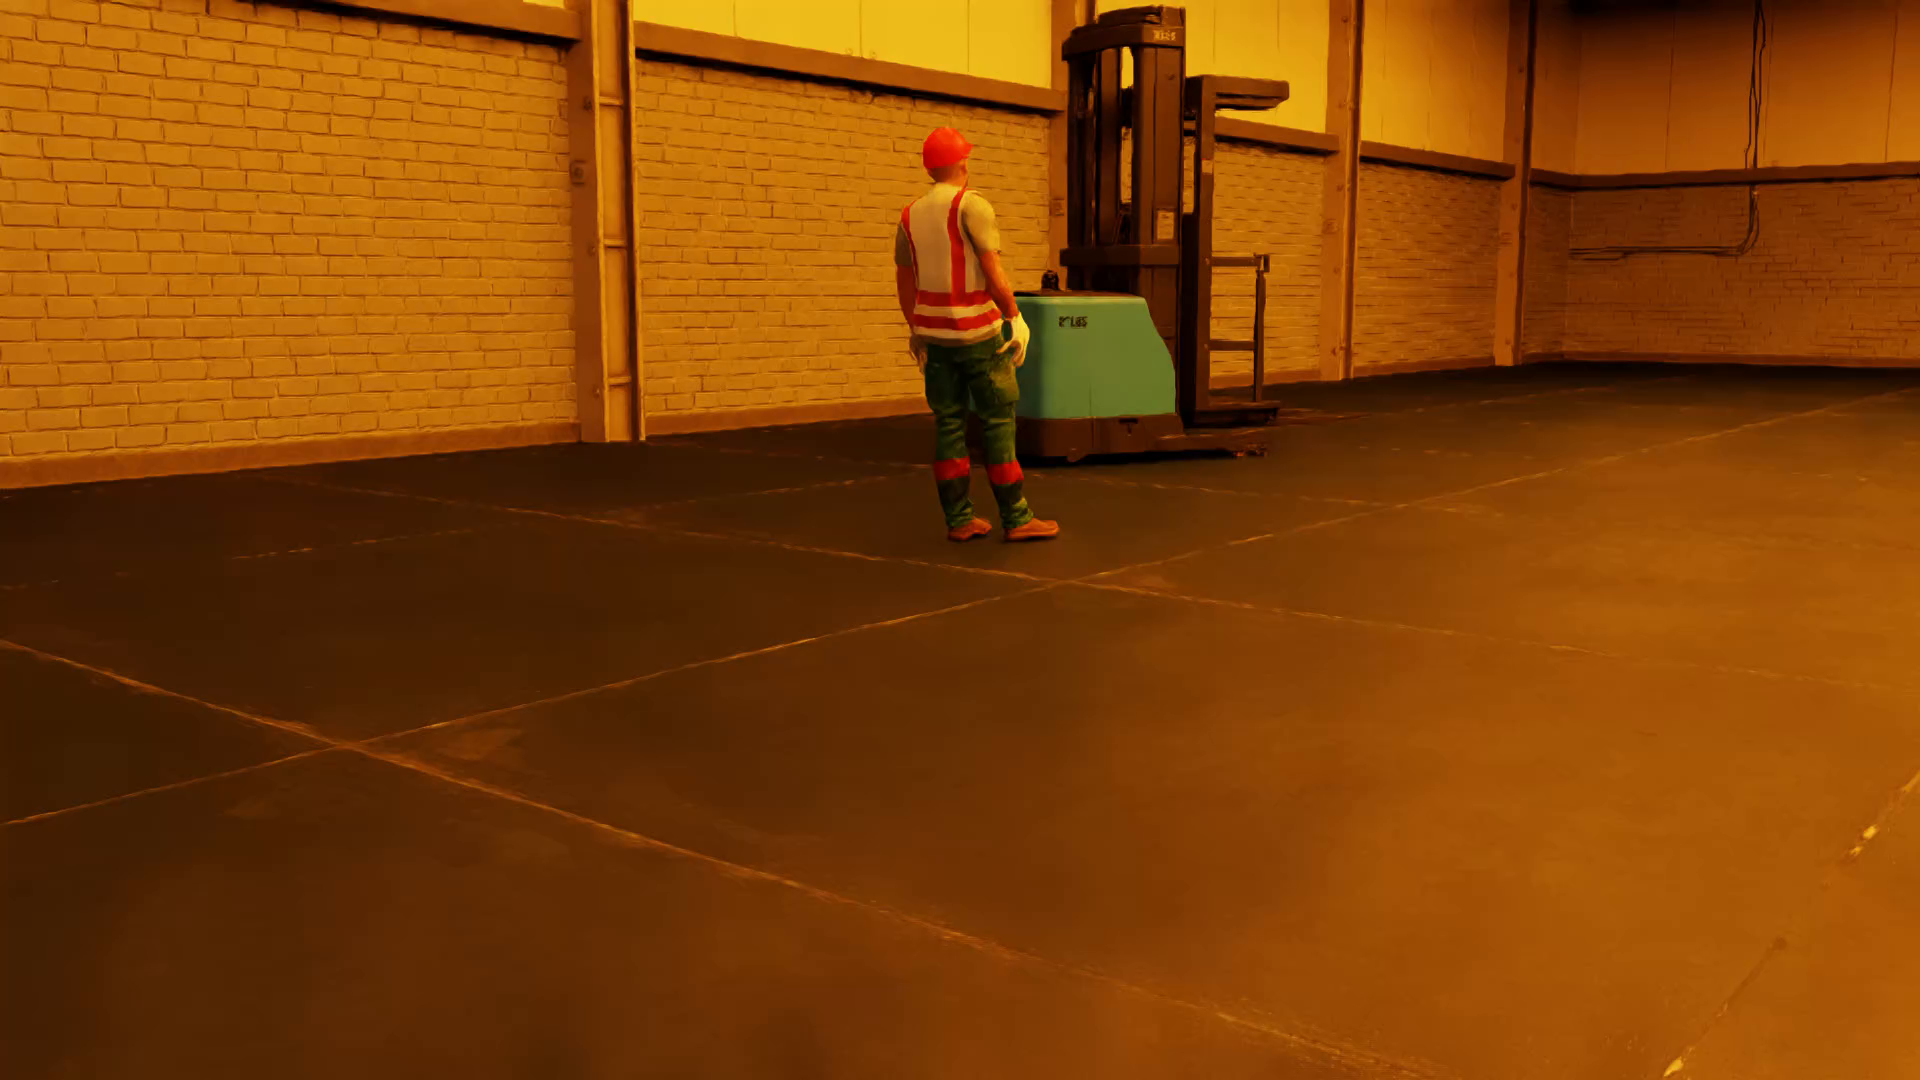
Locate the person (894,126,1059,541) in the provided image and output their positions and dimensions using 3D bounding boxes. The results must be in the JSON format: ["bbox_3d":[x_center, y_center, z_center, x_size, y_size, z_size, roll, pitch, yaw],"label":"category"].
[{"bbox_3d":[0.059,-0.900,7.329,0.637,1.787,0.563,7,11,38],"label":"person"}]

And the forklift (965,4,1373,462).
[{"bbox_3d":[1.550,-2.078,11.484,3.031,2.935,1.130,-5,10,-31],"label":"forklift"}]
